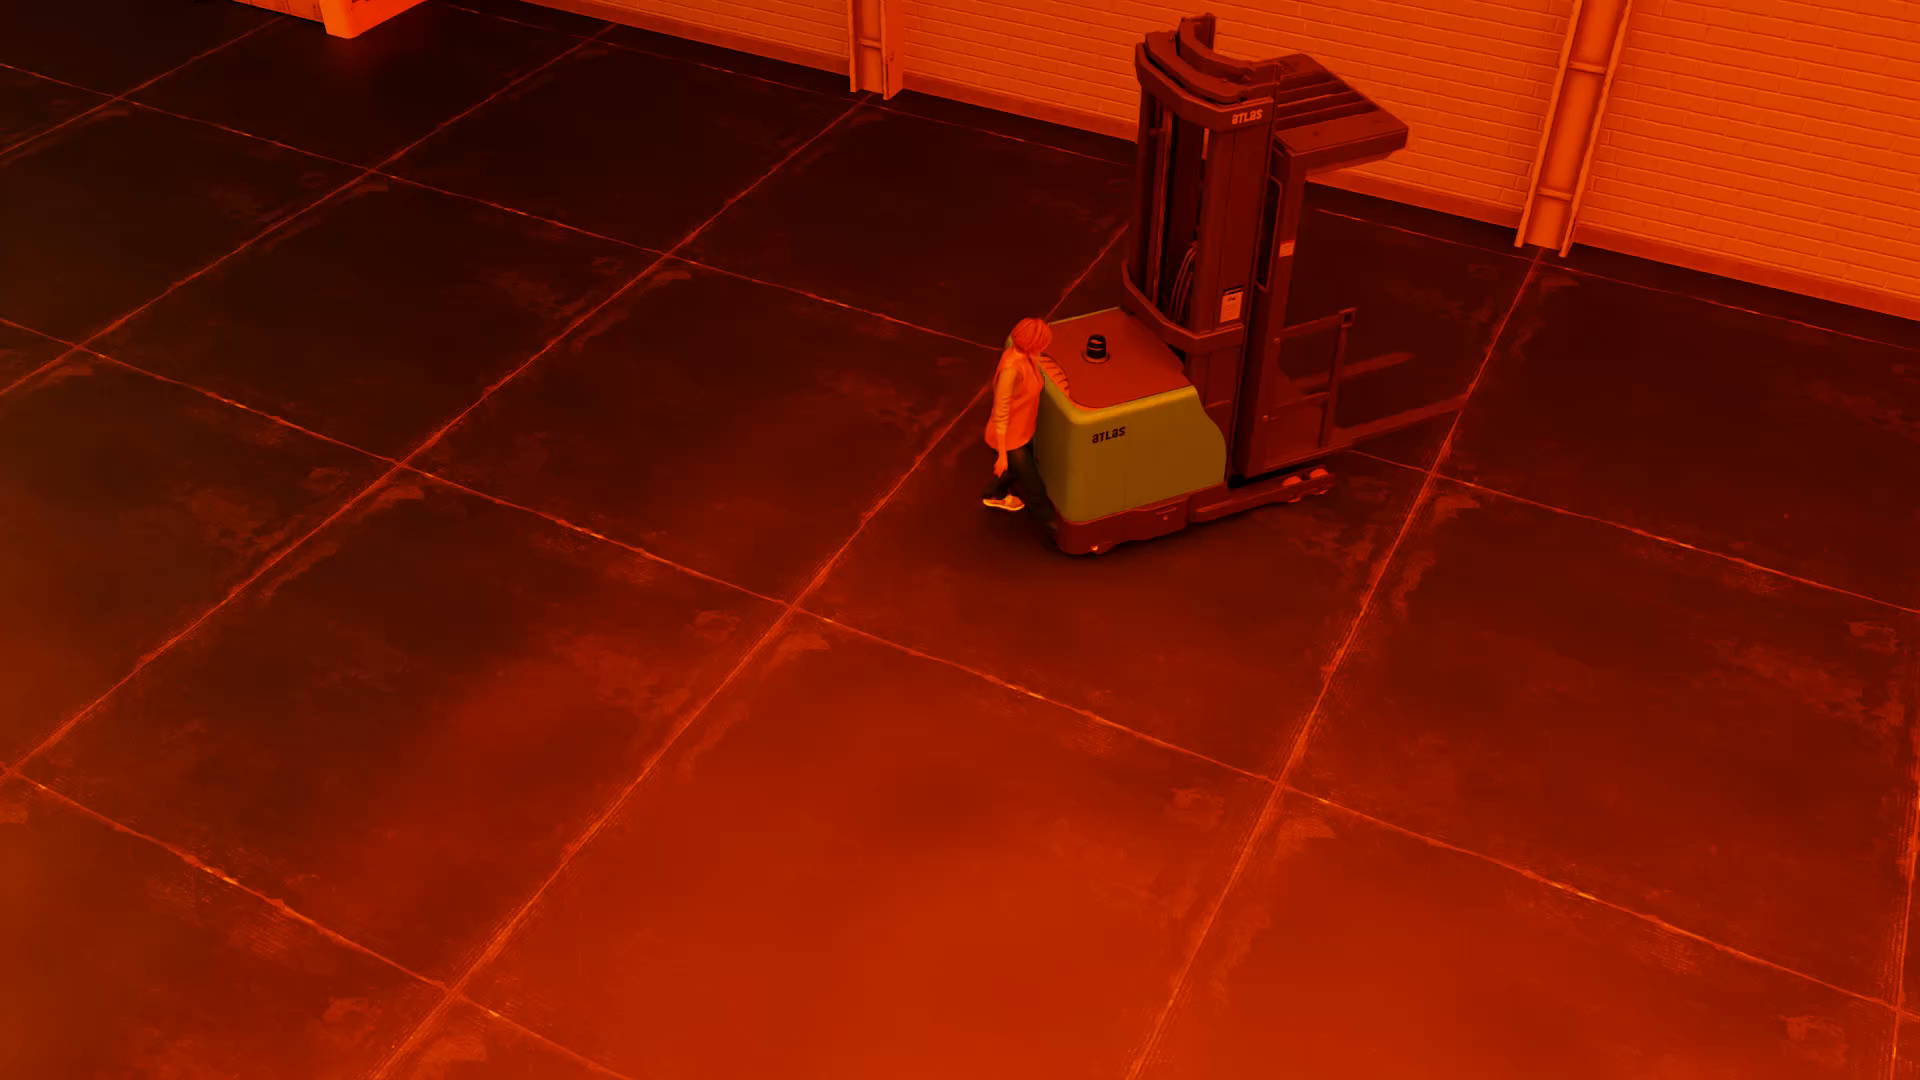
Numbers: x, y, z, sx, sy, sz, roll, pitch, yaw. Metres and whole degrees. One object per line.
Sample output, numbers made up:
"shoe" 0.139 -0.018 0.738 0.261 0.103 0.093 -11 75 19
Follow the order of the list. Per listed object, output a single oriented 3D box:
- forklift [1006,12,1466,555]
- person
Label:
"forklift" 1.827 -1.655 9.951 3.031 2.935 1.130 -16 43 -18
"person" 0.467 -0.596 9.805 0.828 1.512 0.642 10 41 12
